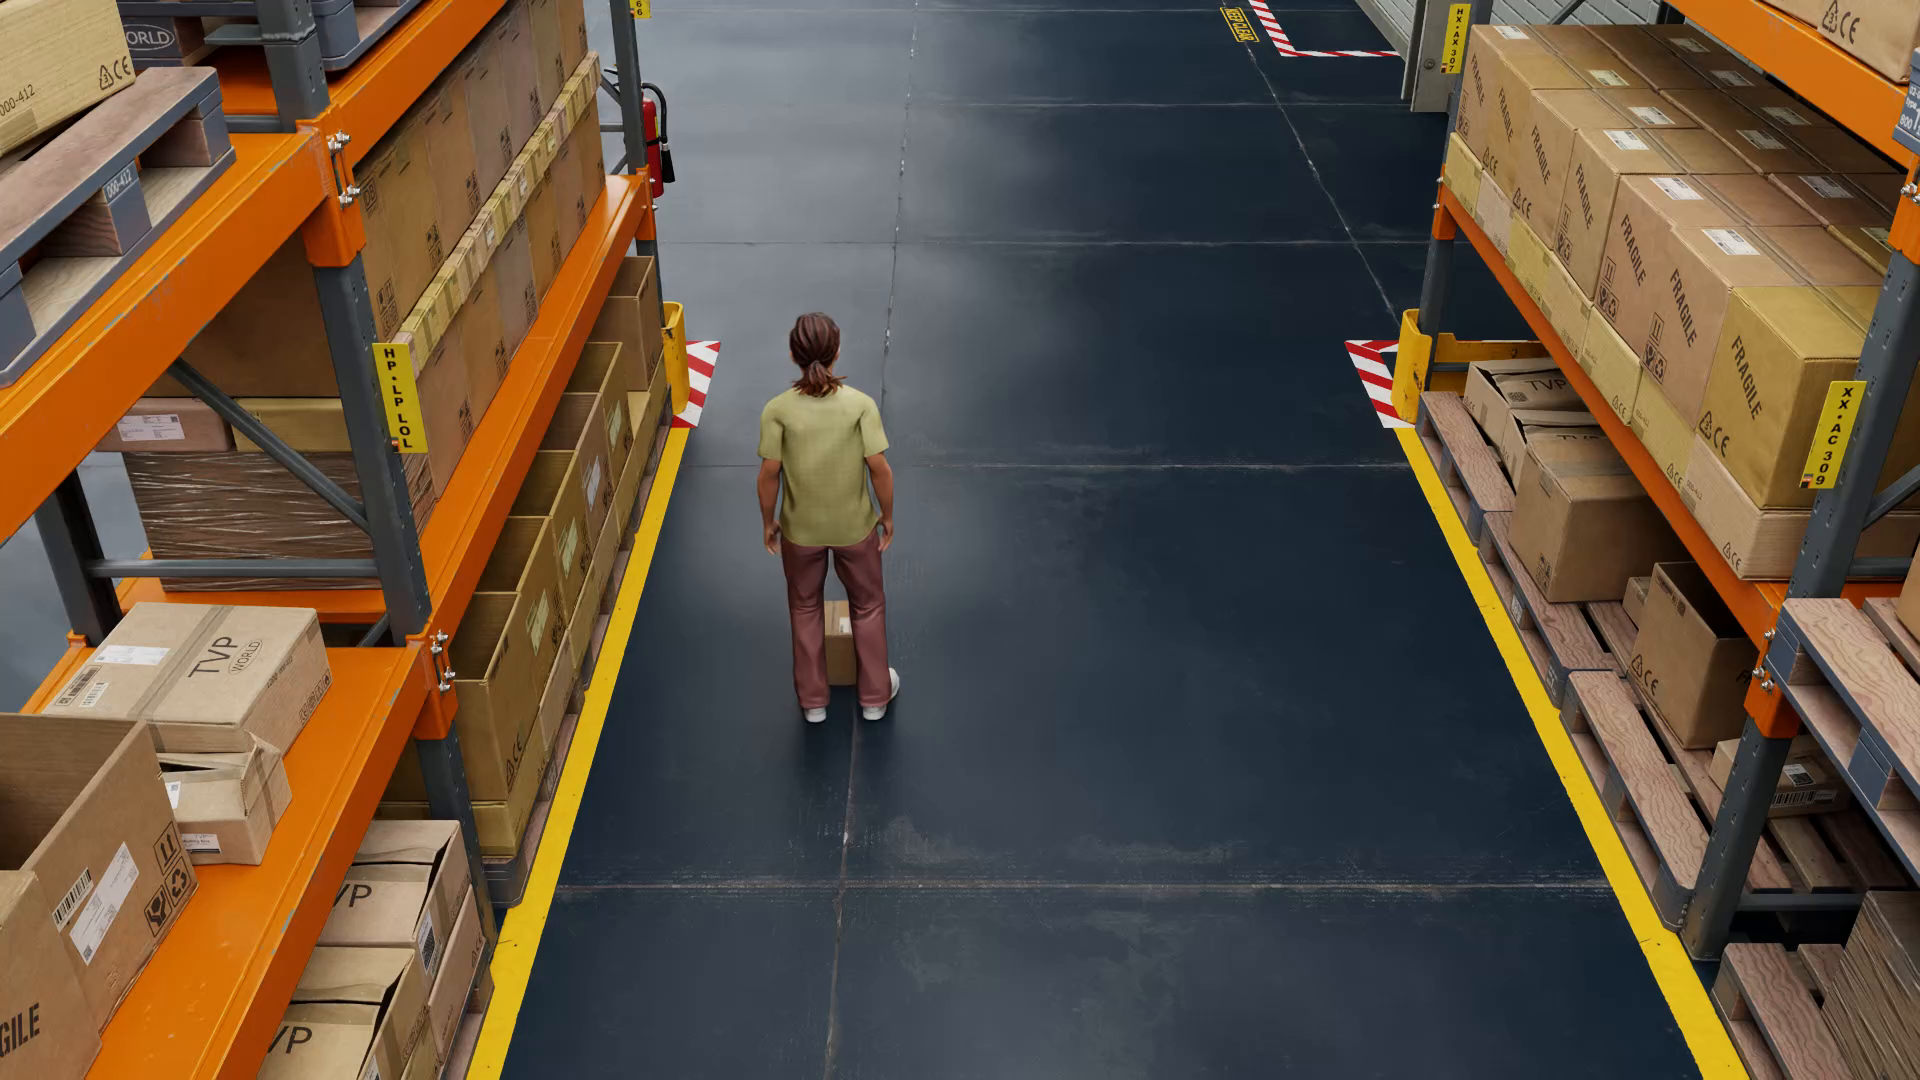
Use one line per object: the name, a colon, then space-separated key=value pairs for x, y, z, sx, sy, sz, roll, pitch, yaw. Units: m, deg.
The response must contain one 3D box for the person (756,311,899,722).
person: x=-0.491 y=-0.052 z=6.222 sx=0.504 sy=1.671 sz=0.361 roll=-2 pitch=32 yaw=-3
